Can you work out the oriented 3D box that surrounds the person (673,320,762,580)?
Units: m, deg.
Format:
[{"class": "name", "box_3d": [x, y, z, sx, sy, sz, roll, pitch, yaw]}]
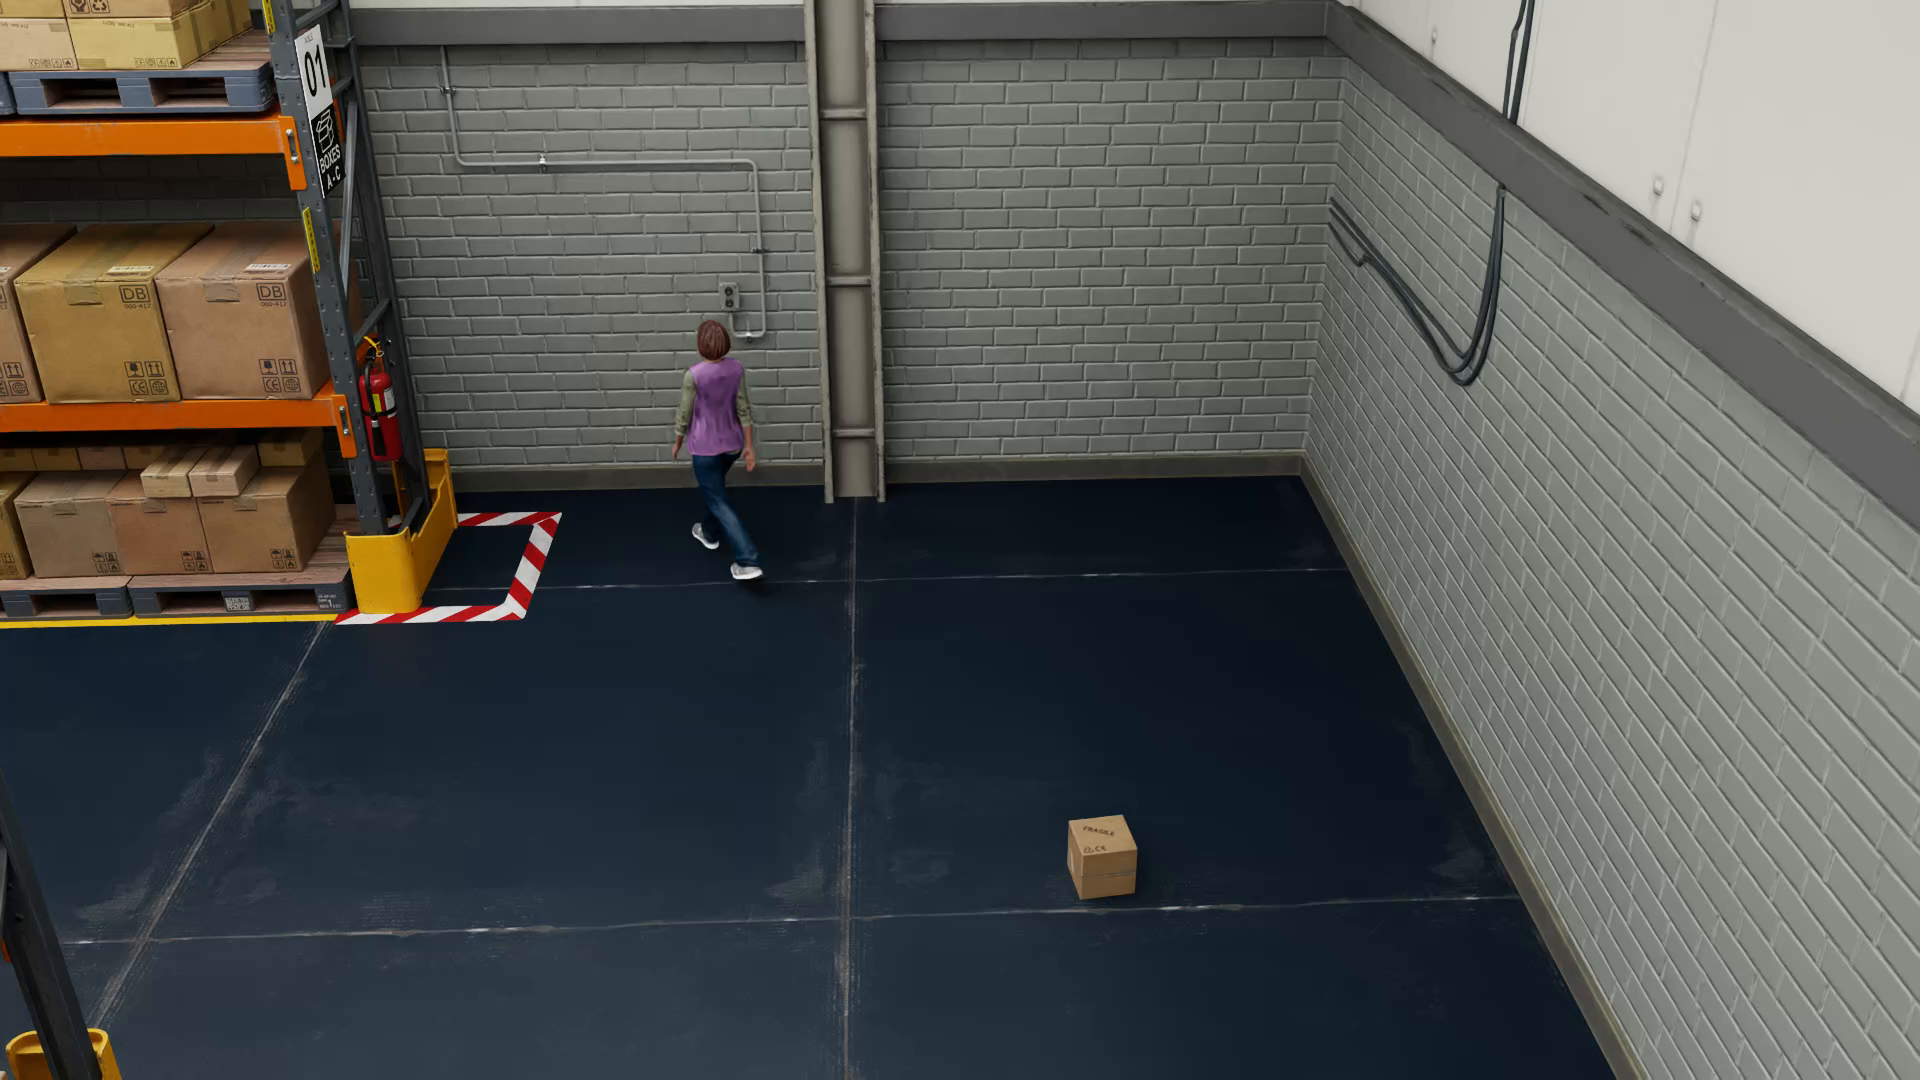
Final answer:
[{"class": "person", "box_3d": [-1.420, -0.542, 9.645, 0.419, 1.546, 0.922, -20, 34, -33]}]
